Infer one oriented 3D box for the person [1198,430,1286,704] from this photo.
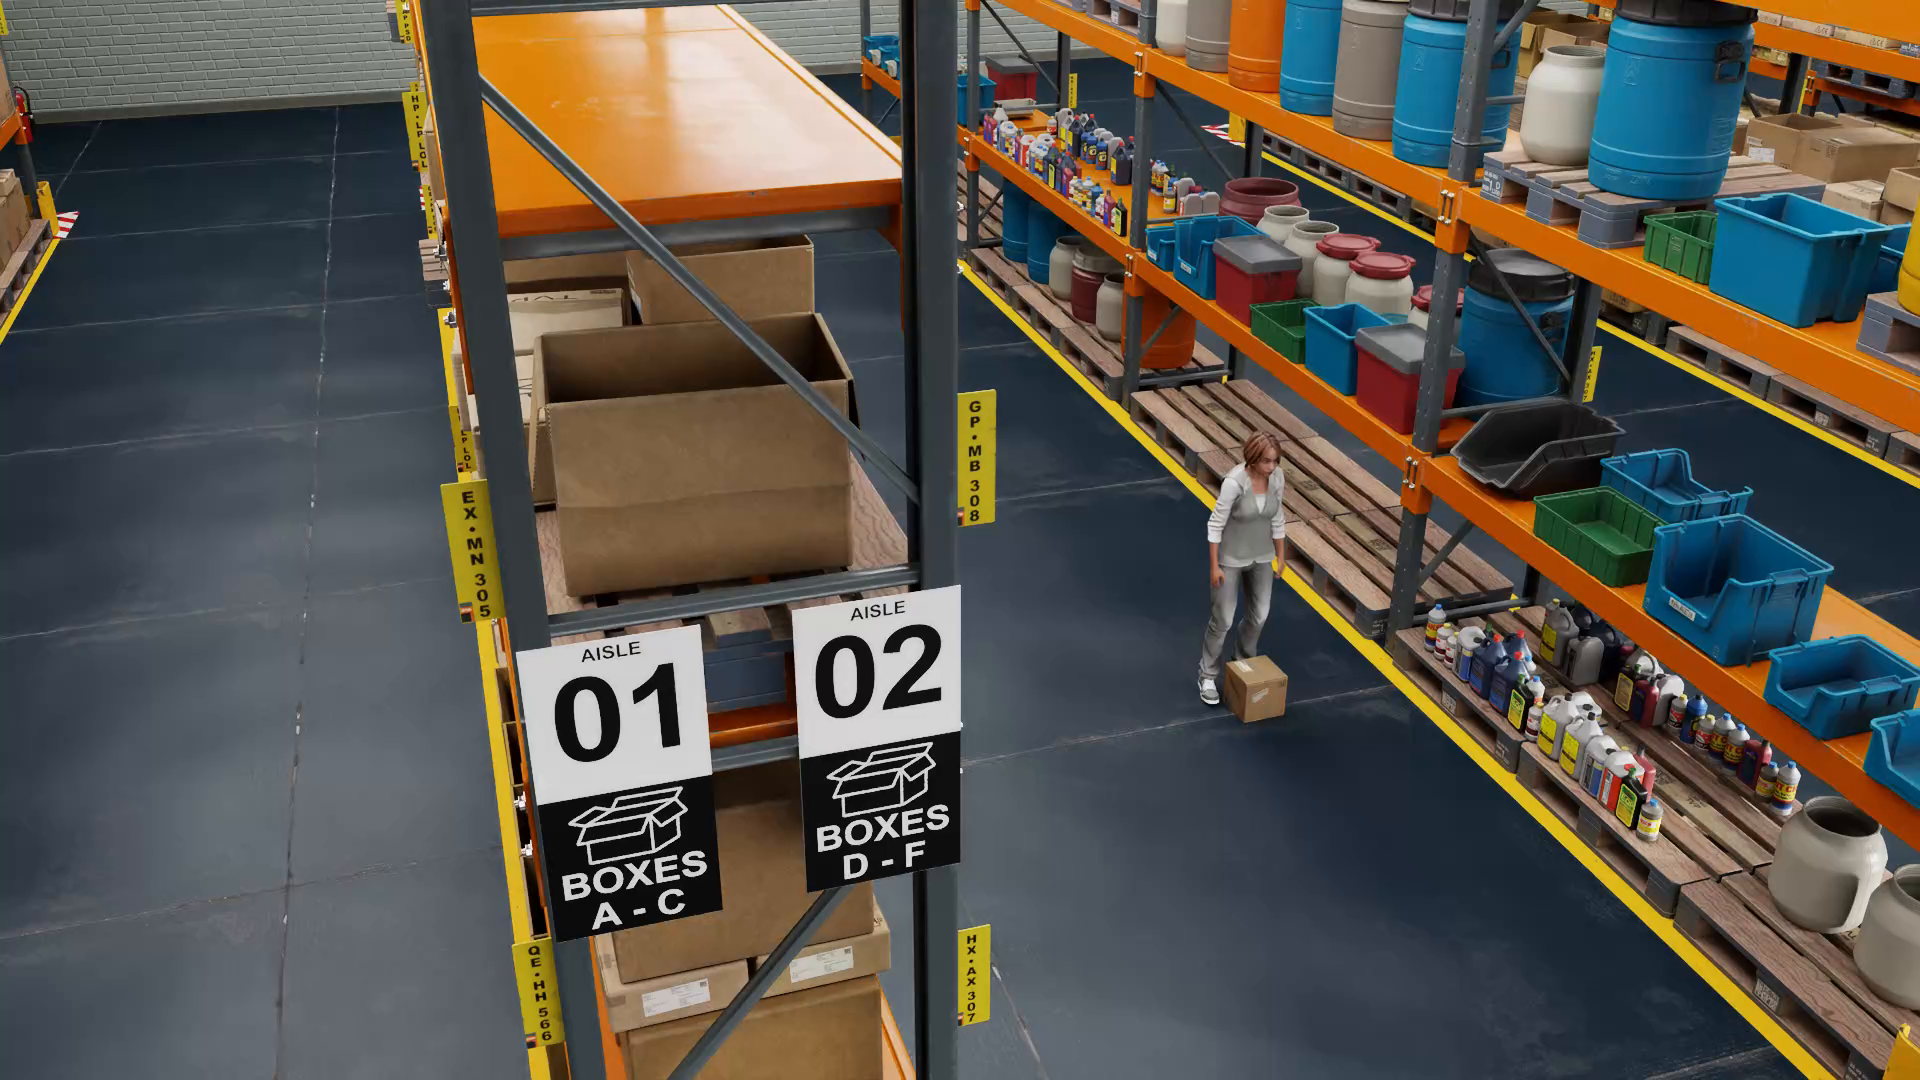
[{"bbox_3d":[1.556,0.125,9.104,0.481,1.593,0.343,-9,28,-18],"label":"person"}]
